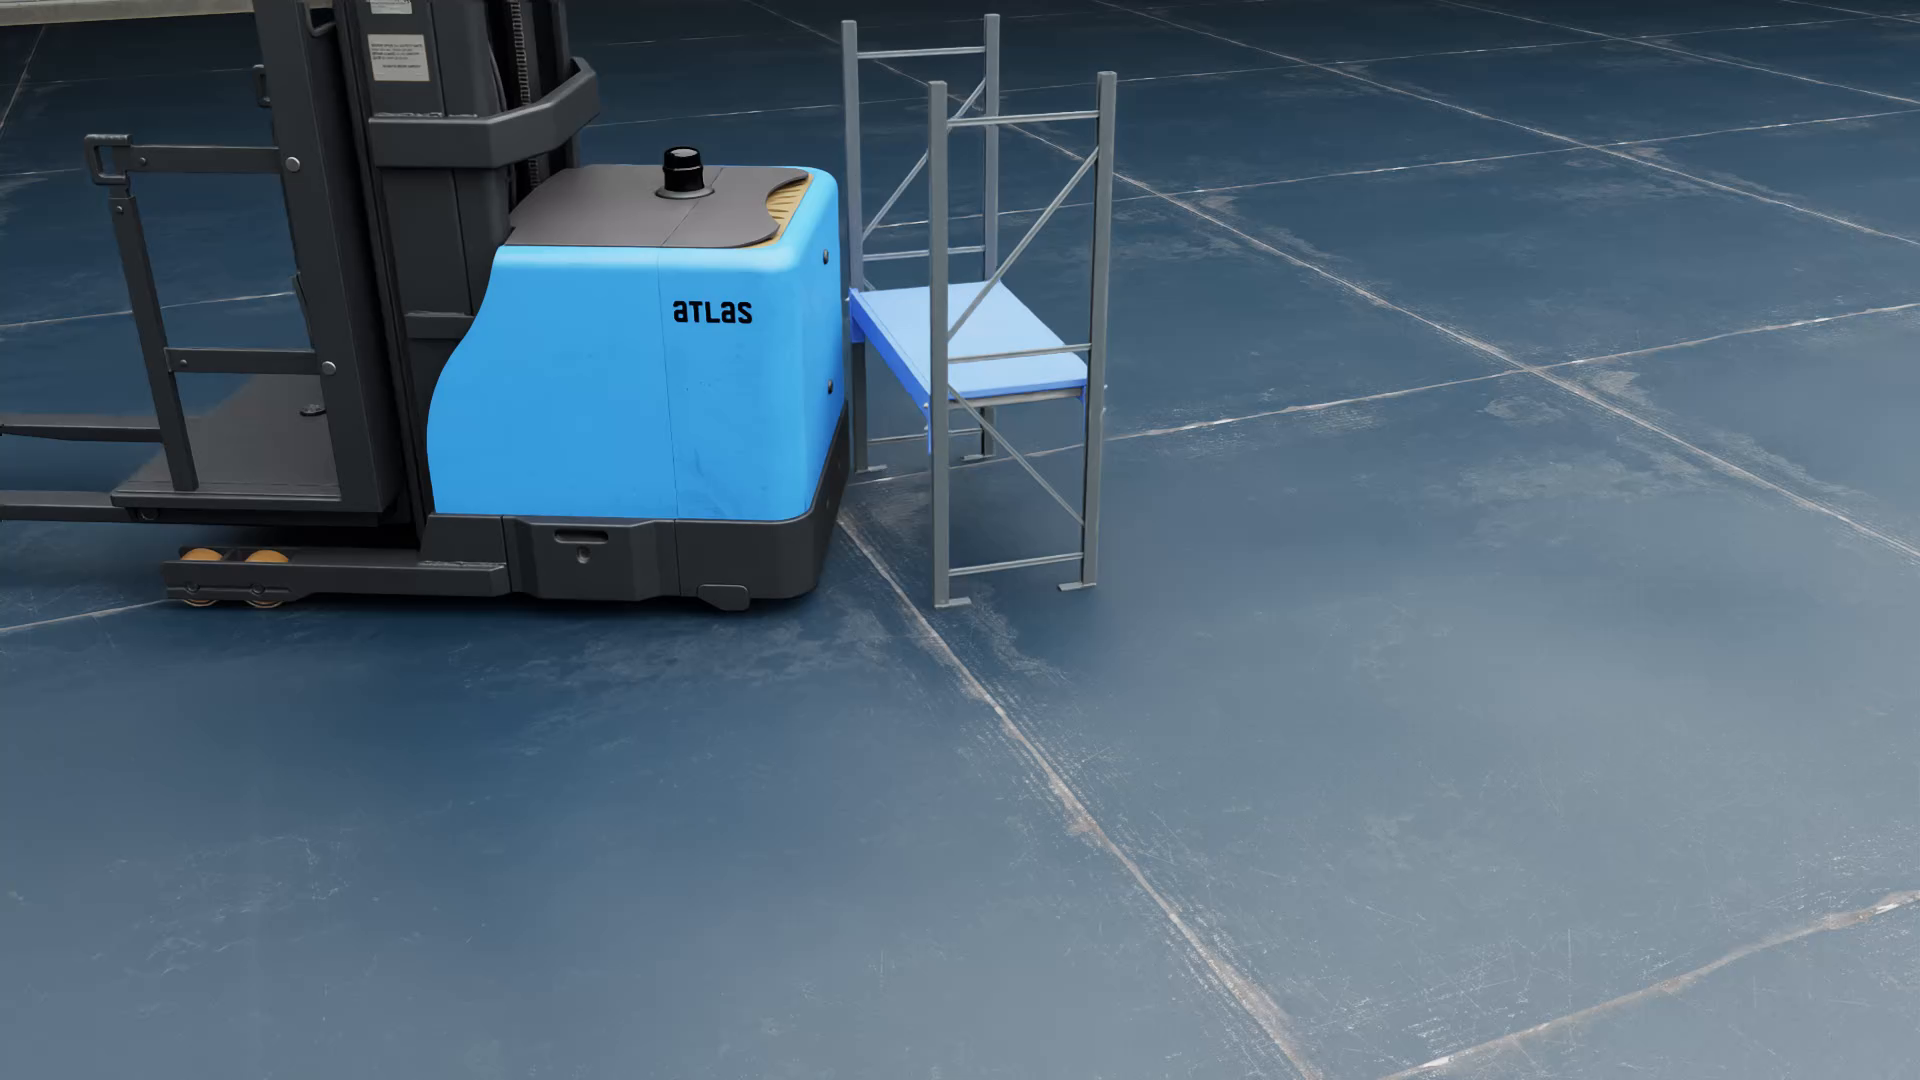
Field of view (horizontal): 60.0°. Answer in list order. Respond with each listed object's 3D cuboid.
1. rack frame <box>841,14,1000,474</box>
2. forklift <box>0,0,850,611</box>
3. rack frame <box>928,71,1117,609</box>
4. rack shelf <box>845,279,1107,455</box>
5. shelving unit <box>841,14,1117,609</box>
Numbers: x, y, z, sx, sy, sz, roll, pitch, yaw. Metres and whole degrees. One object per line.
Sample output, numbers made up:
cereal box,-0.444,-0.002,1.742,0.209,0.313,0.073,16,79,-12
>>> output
rack frame,-0.121,-0.938,5.462,0.500,1.500,0.032,-7,27,-14
forklift,-1.904,-1.347,4.669,3.031,2.935,1.130,1,26,3
rack frame,0.163,-0.510,4.584,0.500,1.500,0.032,-7,27,-14
rack shelf,0.021,-0.562,5.102,0.538,0.185,1.000,-7,27,-14
shelving unit,0.021,-0.724,5.023,0.538,1.500,1.048,-7,27,-14
